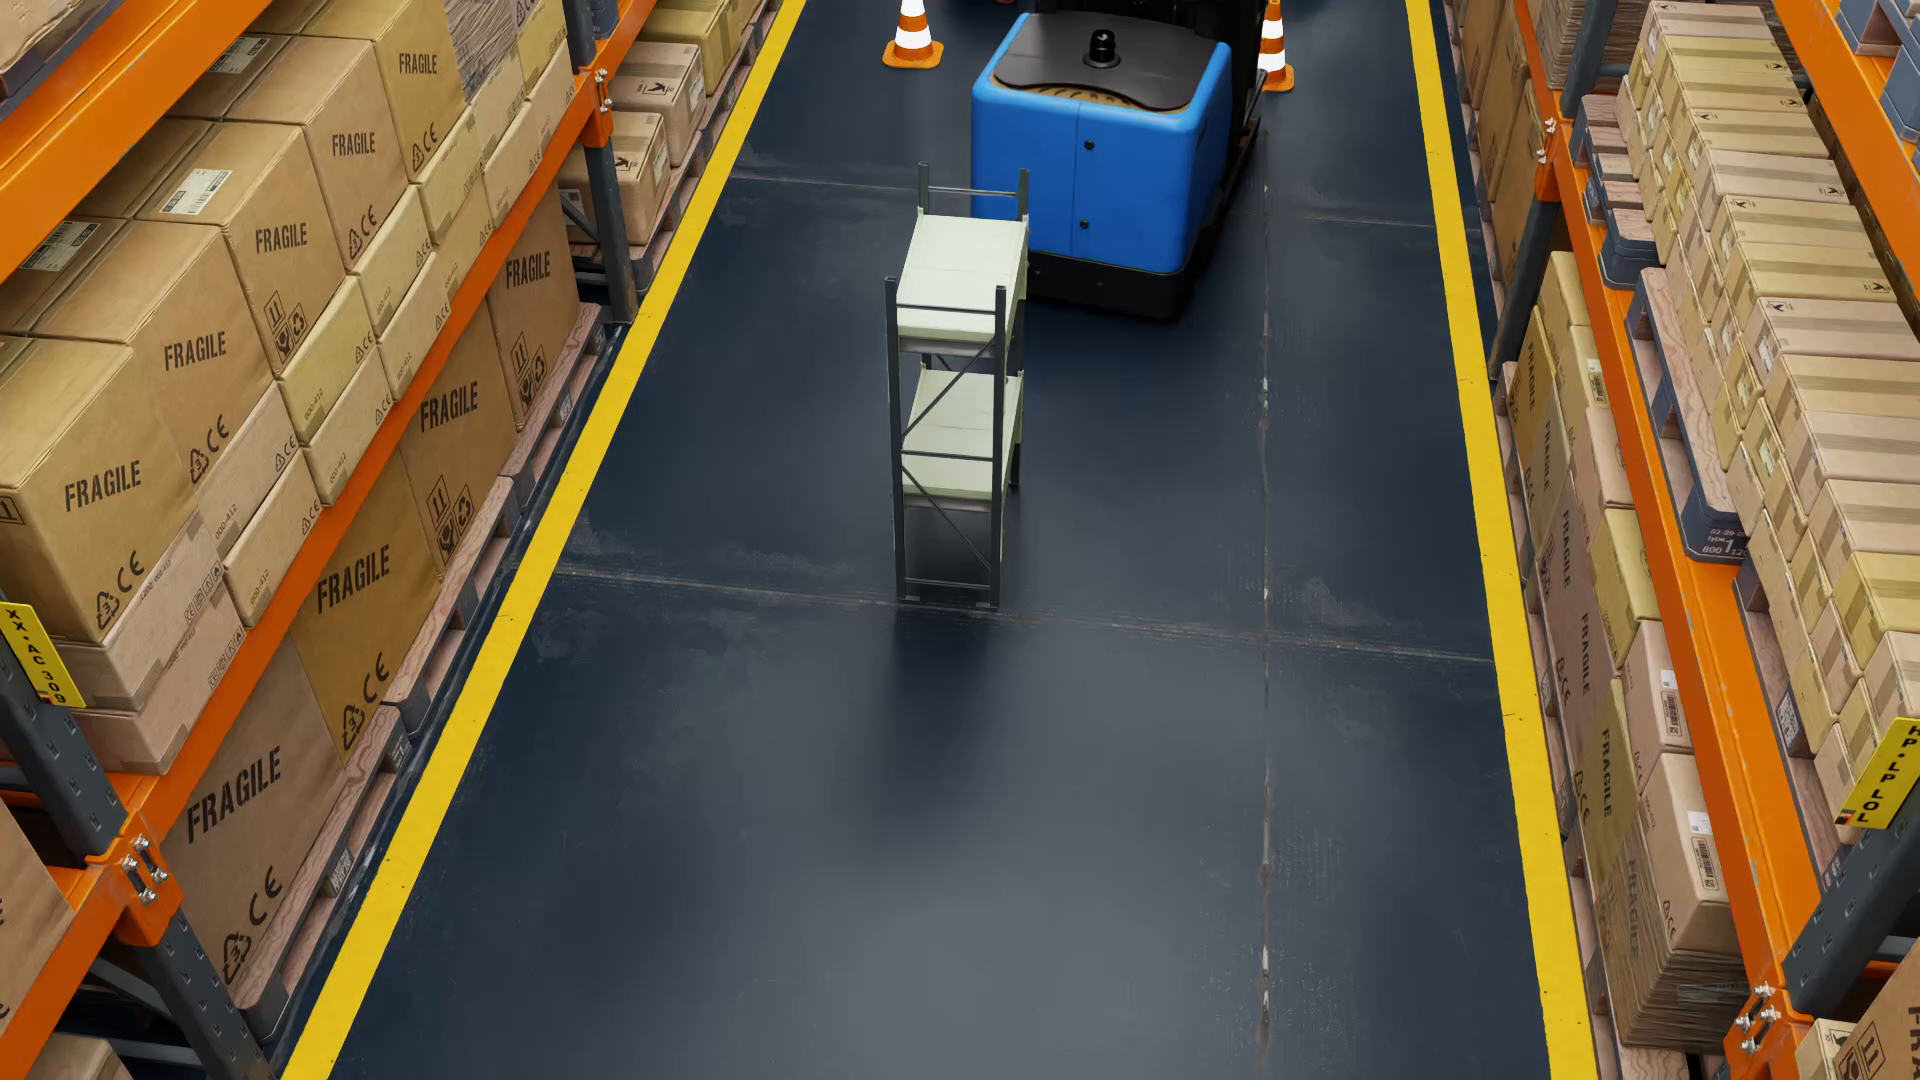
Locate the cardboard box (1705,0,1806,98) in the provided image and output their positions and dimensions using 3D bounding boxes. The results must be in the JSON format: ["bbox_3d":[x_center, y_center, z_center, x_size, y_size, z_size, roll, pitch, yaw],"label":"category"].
[{"bbox_3d":[3.220,-2.117,6.732,0.500,0.500,0.500,6,44,6],"label":"cardboard box"}]

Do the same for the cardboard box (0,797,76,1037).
[{"bbox_3d":[-2.364,0.849,3.599,0.500,0.500,0.500,6,44,6],"label":"cardboard box"}]

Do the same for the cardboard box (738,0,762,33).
[{"bbox_3d":[-1.657,-3.257,9.614,0.950,0.372,0.625,8,44,8],"label":"cardboard box"}]

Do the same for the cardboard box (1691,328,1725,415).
[{"bbox_3d":[2.425,-0.493,4.966,0.380,0.149,0.250,4,44,4],"label":"cardboard box"}]

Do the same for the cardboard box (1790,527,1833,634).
[{"bbox_3d":[2.290,0.120,4.103,0.380,0.149,0.250,7,44,7],"label":"cardboard box"}]

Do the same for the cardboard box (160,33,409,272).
[{"bbox_3d":[-2.042,-1.171,5.005,0.500,0.500,0.500,5,44,5],"label":"cardboard box"}]

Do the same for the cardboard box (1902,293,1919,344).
[{"bbox_3d":[3.108,-0.609,5.089,0.380,0.149,0.250,6,44,7],"label":"cardboard box"}]

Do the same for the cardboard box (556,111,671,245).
[{"bbox_3d":[-1.943,-1.763,8.036,0.950,0.372,0.625,3,43,3],"label":"cardboard box"}]

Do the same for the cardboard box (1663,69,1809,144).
[{"bbox_3d":[2.570,-1.429,5.522,0.380,0.149,0.250,5,44,5],"label":"cardboard box"}]

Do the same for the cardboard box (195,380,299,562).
[{"bbox_3d":[-2.177,-0.214,4.539,0.500,0.250,0.500,6,44,6],"label":"cardboard box"}]

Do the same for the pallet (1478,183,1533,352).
[{"bbox_3d":[3.072,-1.317,7.988,1.003,0.211,1.213,5,44,6],"label":"pallet"}]

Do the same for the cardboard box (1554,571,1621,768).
[{"bbox_3d":[2.352,0.456,5.600,0.500,0.500,0.500,4,44,5],"label":"cardboard box"}]

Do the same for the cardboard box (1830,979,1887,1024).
[{"bbox_3d":[2.725,1.202,4.811,0.500,0.500,0.500,7,44,7],"label":"cardboard box"}]

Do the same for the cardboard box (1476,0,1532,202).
[{"bbox_3d":[3.175,-2.138,8.157,1.050,0.750,0.750,6,44,6],"label":"cardboard box"}]

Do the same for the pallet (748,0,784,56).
[{"bbox_3d":[-1.600,-3.363,10.148,1.003,0.211,1.213,5,44,6],"label":"pallet"}]

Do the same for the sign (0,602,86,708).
[{"bbox_3d":[-2.006,0.252,3.615,0.100,0.325,0.005,5,44,6],"label":"sign"}]

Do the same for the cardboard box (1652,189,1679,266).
[{"bbox_3d":[2.529,-1.023,5.526,0.380,0.149,0.250,7,44,7],"label":"cardboard box"}]

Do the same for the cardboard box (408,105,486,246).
[{"bbox_3d":[-1.951,-1.254,5.638,0.500,0.250,0.500,4,44,4],"label":"cardboard box"}]

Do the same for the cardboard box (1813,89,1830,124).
[{"bbox_3d":[3.279,-1.591,5.909,0.380,0.149,0.250,6,44,6],"label":"cardboard box"}]

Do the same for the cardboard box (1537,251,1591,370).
[{"bbox_3d":[2.562,-0.869,6.453,0.500,0.250,0.500,3,44,4],"label":"cardboard box"}]

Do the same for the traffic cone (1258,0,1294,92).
[{"bbox_3d":[1.748,-2.828,9.400,0.336,0.463,0.334,5,44,6],"label":"traffic cone"}]

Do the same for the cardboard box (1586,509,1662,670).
[{"bbox_3d":[2.349,0.168,5.358,0.500,0.250,0.500,3,44,4],"label":"cardboard box"}]

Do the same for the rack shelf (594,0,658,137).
[{"bbox_3d":[-1.763,-3.282,8.558,1.077,0.370,4.000,5,44,6],"label":"rack shelf"}]

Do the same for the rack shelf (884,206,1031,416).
[{"bbox_3d":[0.001,-0.833,5.971,0.431,0.370,0.720,5,44,6],"label":"rack shelf"}]

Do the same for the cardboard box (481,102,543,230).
[{"bbox_3d":[-1.889,-1.408,6.165,0.500,0.250,0.500,6,44,6],"label":"cardboard box"}]

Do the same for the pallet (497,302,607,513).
[{"bbox_3d":[-2.206,-0.637,7.270,1.003,0.211,1.213,5,44,6],"label":"pallet"}]

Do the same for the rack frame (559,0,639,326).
[{"bbox_3d":[-2.027,-2.180,6.871,1.000,3.000,0.127,5,44,6],"label":"rack frame"}]

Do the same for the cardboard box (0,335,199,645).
[{"bbox_3d":[-2.213,-0.127,3.903,0.500,0.500,0.500,6,44,6],"label":"cardboard box"}]

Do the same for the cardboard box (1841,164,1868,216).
[{"bbox_3d":[3.215,-1.138,5.648,0.380,0.149,0.250,6,44,6],"label":"cardboard box"}]

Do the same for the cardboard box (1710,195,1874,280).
[{"bbox_3d":[2.468,-0.883,4.946,0.380,0.149,0.250,6,44,7],"label":"cardboard box"}]

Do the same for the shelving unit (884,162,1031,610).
[{"bbox_3d":[0.001,-0.549,6.239,0.431,1.500,0.755,5,44,6],"label":"shelving unit"}]

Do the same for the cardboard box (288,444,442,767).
[{"bbox_3d":[-2.442,0.119,5.683,0.875,0.875,0.875,6,44,7],"label":"cardboard box"}]

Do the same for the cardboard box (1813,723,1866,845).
[{"bbox_3d":[2.220,0.577,3.836,0.380,0.149,0.250,4,44,5],"label":"cardboard box"}]

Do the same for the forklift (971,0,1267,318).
[{"bbox_3d":[0.981,-3.127,7.921,1.130,2.935,3.031,13,45,13],"label":"forklift"}]

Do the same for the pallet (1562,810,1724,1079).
[{"bbox_3d":[2.465,1.409,5.109,1.003,0.211,1.213,5,44,6],"label":"pallet"}]

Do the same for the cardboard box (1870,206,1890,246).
[{"bbox_3d":[3.179,-1.058,5.347,0.380,0.149,0.250,5,44,6],"label":"cardboard box"}]

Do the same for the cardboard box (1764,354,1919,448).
[{"bbox_3d":[2.365,-0.347,4.380,0.380,0.149,0.250,4,44,4],"label":"cardboard box"}]

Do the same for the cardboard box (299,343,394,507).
[{"bbox_3d":[-2.086,-0.376,5.075,0.500,0.250,0.500,5,44,5],"label":"cardboard box"}]

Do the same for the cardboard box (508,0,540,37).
[{"bbox_3d":[-1.836,-2.204,6.096,0.500,0.500,0.500,4,44,4],"label":"cardboard box"}]

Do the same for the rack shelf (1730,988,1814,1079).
[{"bbox_3d":[2.100,2.551,2.397,1.077,0.370,4.000,5,44,6],"label":"rack shelf"}]

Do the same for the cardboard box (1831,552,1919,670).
[{"bbox_3d":[2.258,0.175,3.828,0.380,0.149,0.250,4,44,4],"label":"cardboard box"}]

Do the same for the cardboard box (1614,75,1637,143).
[{"bbox_3d":[2.634,-1.574,6.108,0.380,0.149,0.250,5,44,5],"label":"cardboard box"}]

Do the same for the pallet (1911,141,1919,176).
[{"bbox_3d":[2.551,-0.505,3.057,1.213,0.211,1.003,5,44,6],"label":"pallet"}]

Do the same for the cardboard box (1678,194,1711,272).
[{"bbox_3d":[2.497,-0.949,5.231,0.380,0.149,0.250,5,44,6],"label":"cardboard box"}]

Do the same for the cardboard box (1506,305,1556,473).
[{"bbox_3d":[2.547,-0.585,6.699,0.500,0.500,0.500,4,44,4],"label":"cardboard box"}]

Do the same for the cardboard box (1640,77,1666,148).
[{"bbox_3d":[2.596,-1.472,5.784,0.380,0.149,0.250,7,44,8],"label":"cardboard box"}]

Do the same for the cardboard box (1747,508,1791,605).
[{"bbox_3d":[2.322,0.059,4.383,0.380,0.149,0.250,3,44,3],"label":"cardboard box"}]

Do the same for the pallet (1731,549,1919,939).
[{"bbox_3d":[2.609,0.489,4.192,1.003,0.211,1.213,5,44,6],"label":"pallet"}]

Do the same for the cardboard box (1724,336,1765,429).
[{"bbox_3d":[2.392,-0.430,4.684,0.380,0.149,0.250,5,44,6],"label":"cardboard box"}]
